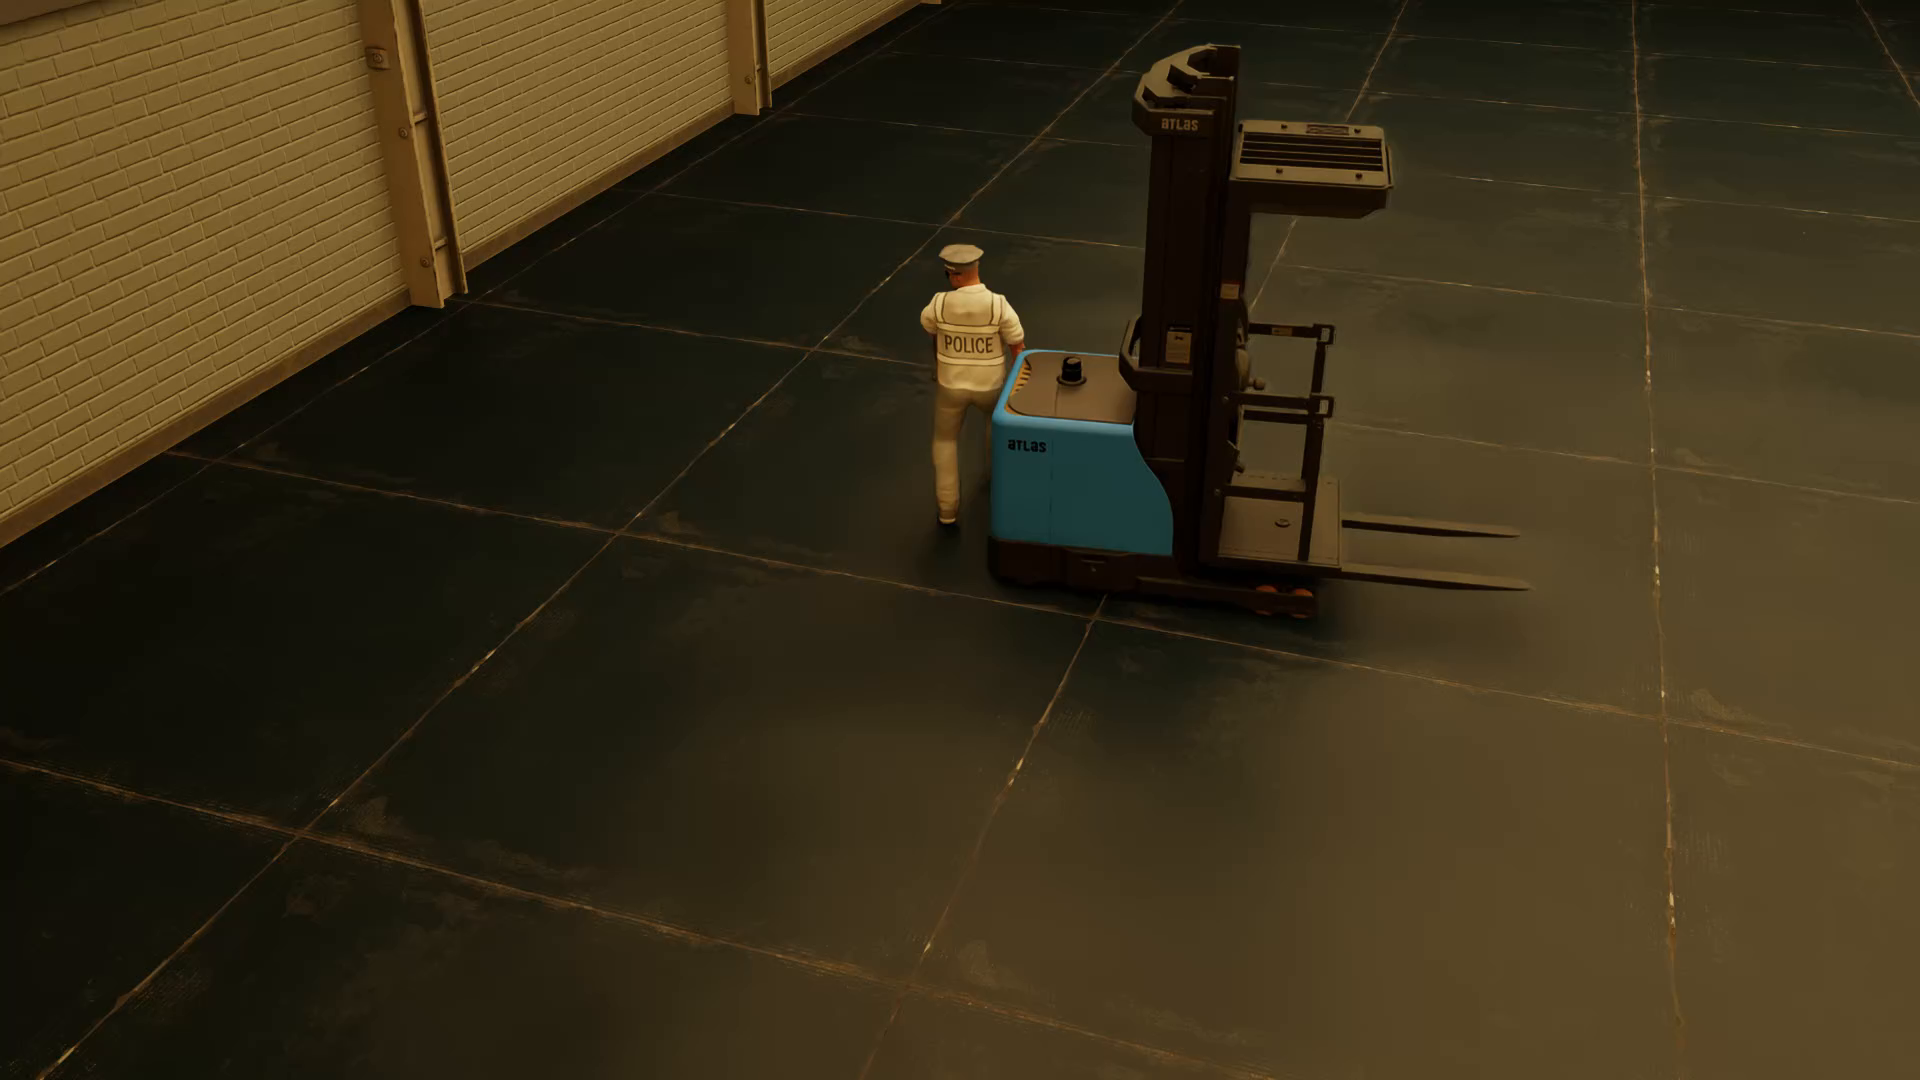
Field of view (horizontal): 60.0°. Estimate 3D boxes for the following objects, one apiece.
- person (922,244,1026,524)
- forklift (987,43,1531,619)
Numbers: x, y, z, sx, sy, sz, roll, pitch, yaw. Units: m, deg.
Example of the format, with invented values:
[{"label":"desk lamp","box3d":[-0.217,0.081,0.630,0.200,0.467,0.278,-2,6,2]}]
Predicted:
[{"label":"person","box3d":[0.116,-1.008,10.194,0.693,1.681,0.881,-1,30,-1]},{"label":"forklift","box3d":[1.729,-1.118,9.097,3.031,2.935,1.130,6,30,10]}]
